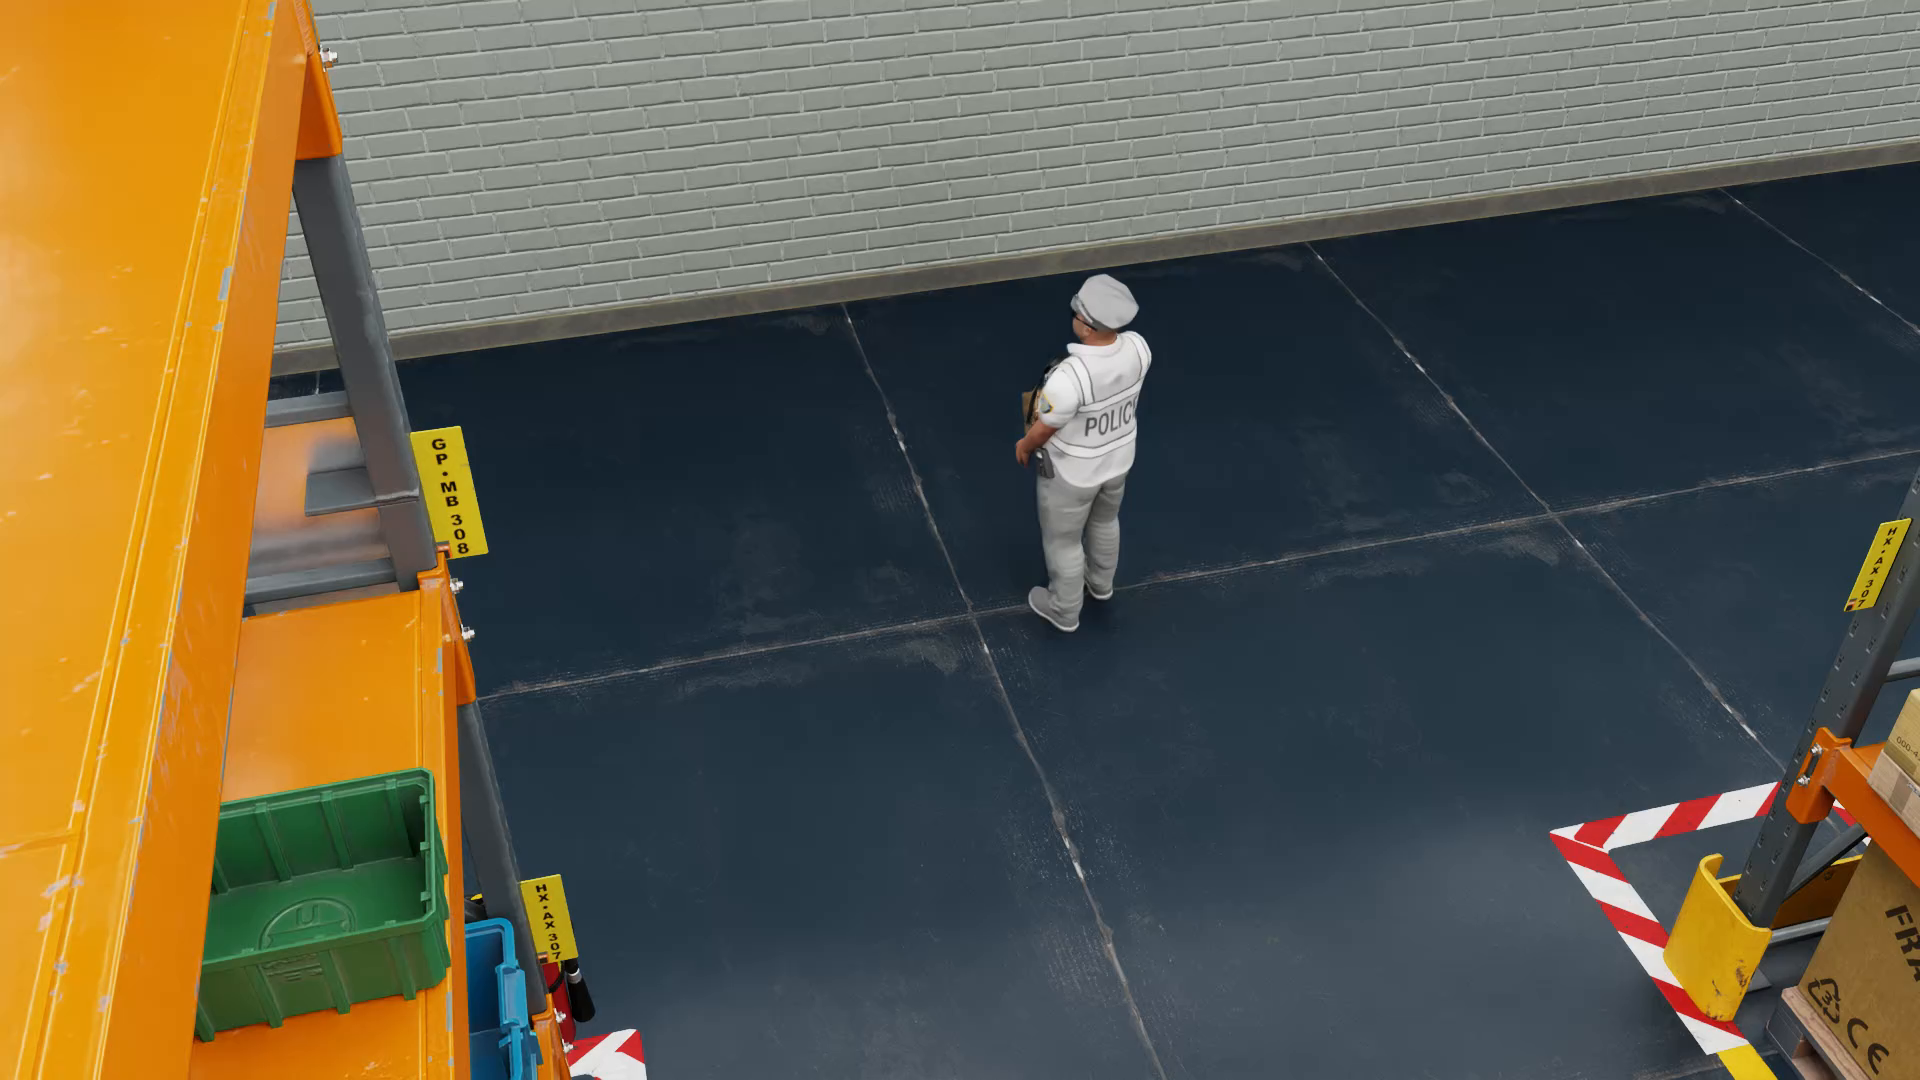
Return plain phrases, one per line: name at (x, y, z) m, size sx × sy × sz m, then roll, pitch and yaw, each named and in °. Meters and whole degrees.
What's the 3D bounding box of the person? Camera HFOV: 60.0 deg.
person at (0.523, -0.384, 7.165) m, size 0.591 × 1.786 × 0.508 m, roll -27°, pitch 45°, yaw -30°
